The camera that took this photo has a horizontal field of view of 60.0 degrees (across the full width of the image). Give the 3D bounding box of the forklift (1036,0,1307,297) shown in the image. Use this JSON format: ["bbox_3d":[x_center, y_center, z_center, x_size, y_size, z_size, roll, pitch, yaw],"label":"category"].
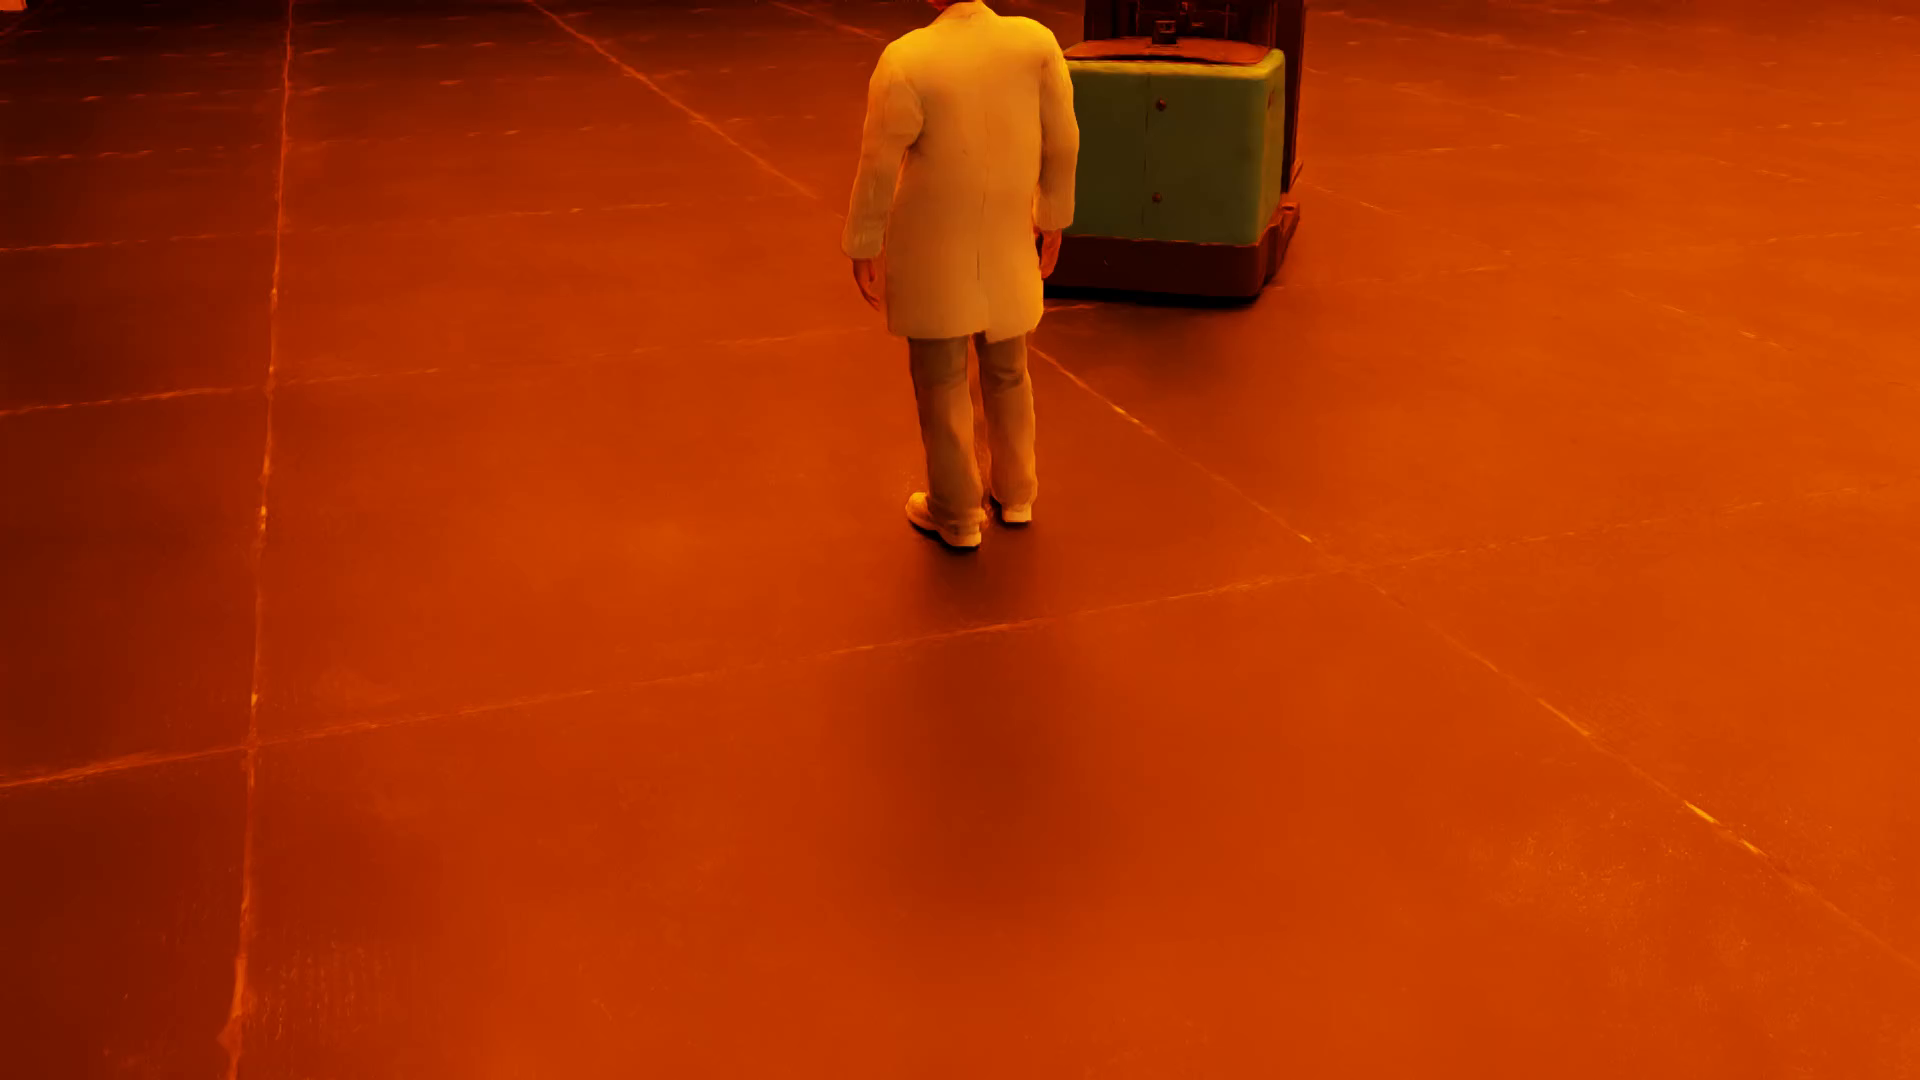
[{"bbox_3d":[1.231,-2.988,8.403,1.130,2.935,3.031,6,24,15],"label":"forklift"}]

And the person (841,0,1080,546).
[{"bbox_3d":[-0.027,-0.859,4.812,0.694,1.776,0.579,-8,24,-18],"label":"person"}]
